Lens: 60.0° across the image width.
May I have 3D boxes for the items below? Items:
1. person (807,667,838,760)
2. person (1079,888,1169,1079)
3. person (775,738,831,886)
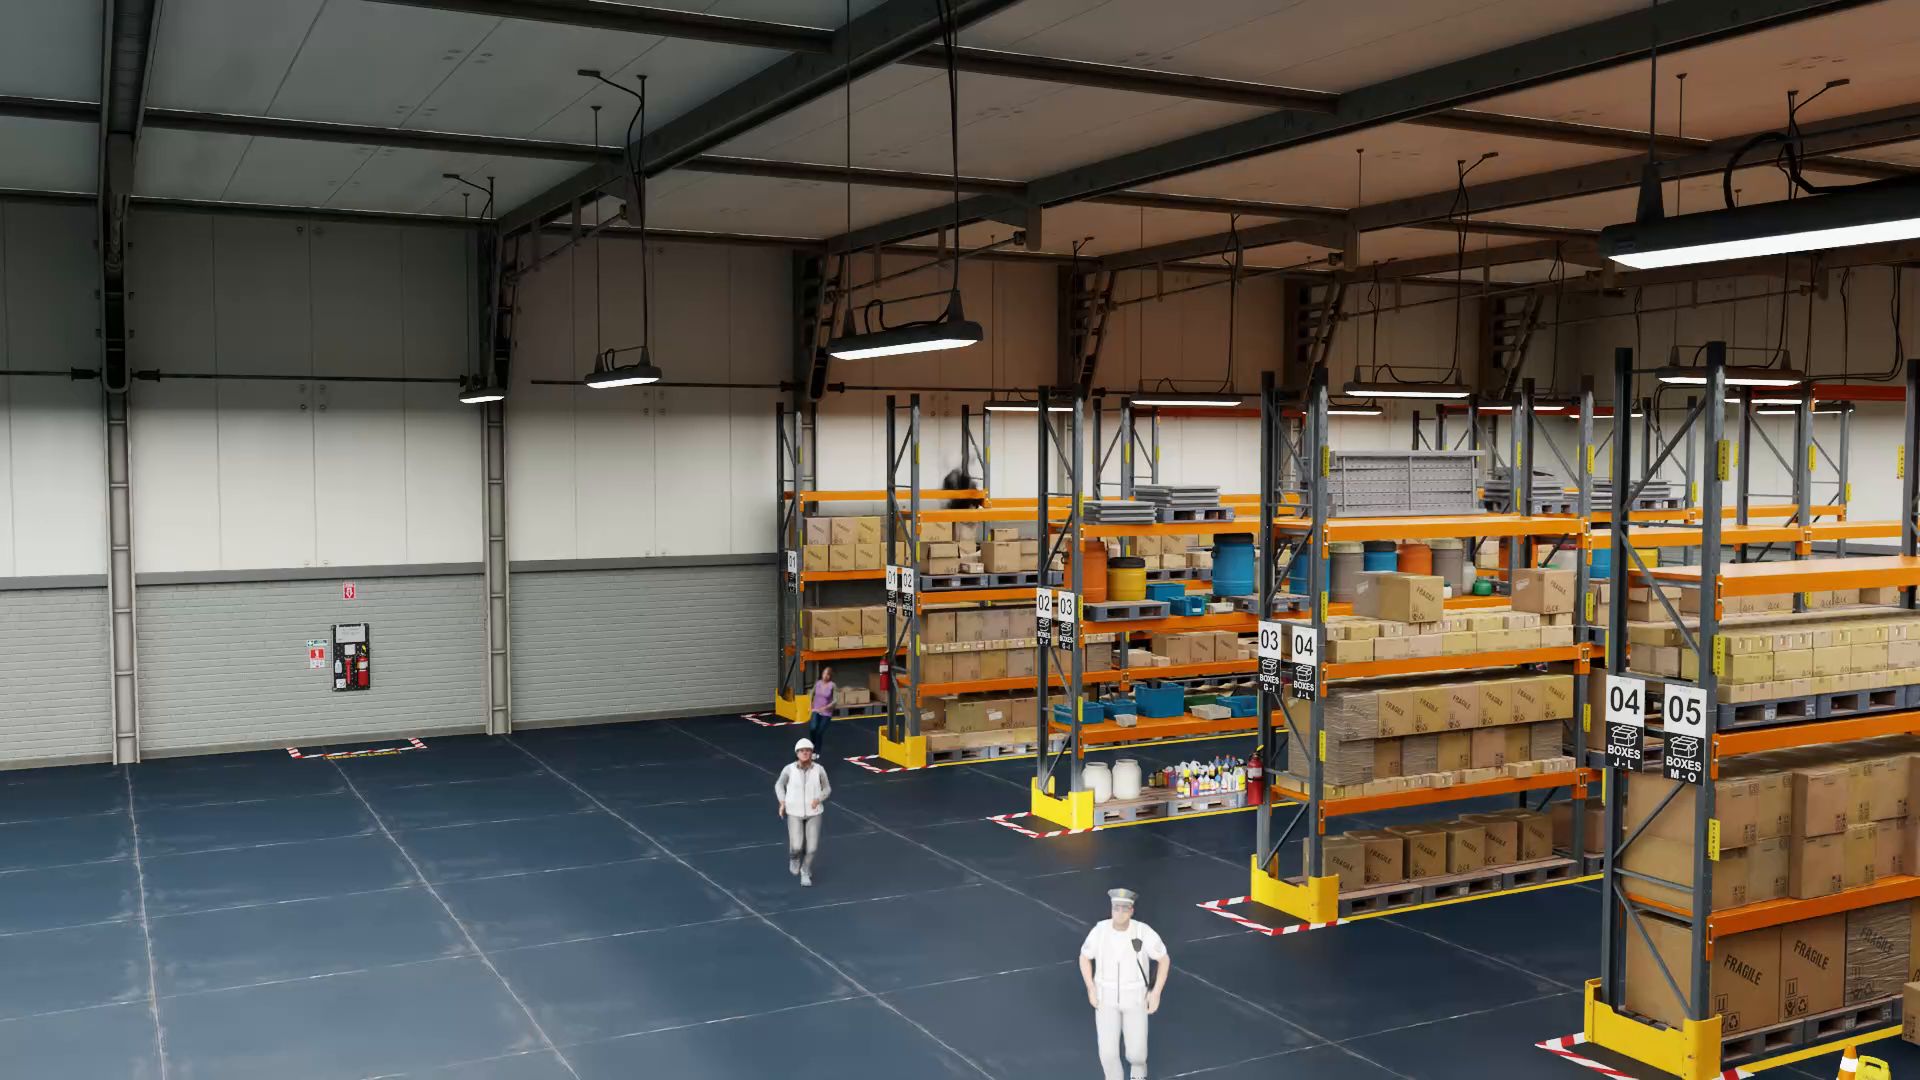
[{"bbox_3d":[-2.261,2.851,27.196,0.547,1.529,0.545,1,3,10],"label":"person"},{"bbox_3d":[1.279,3.552,13.012,0.710,1.728,0.627,1,3,12],"label":"person"},{"bbox_3d":[-1.828,3.197,19.478,0.652,1.728,0.569,-1,3,-9],"label":"person"}]
